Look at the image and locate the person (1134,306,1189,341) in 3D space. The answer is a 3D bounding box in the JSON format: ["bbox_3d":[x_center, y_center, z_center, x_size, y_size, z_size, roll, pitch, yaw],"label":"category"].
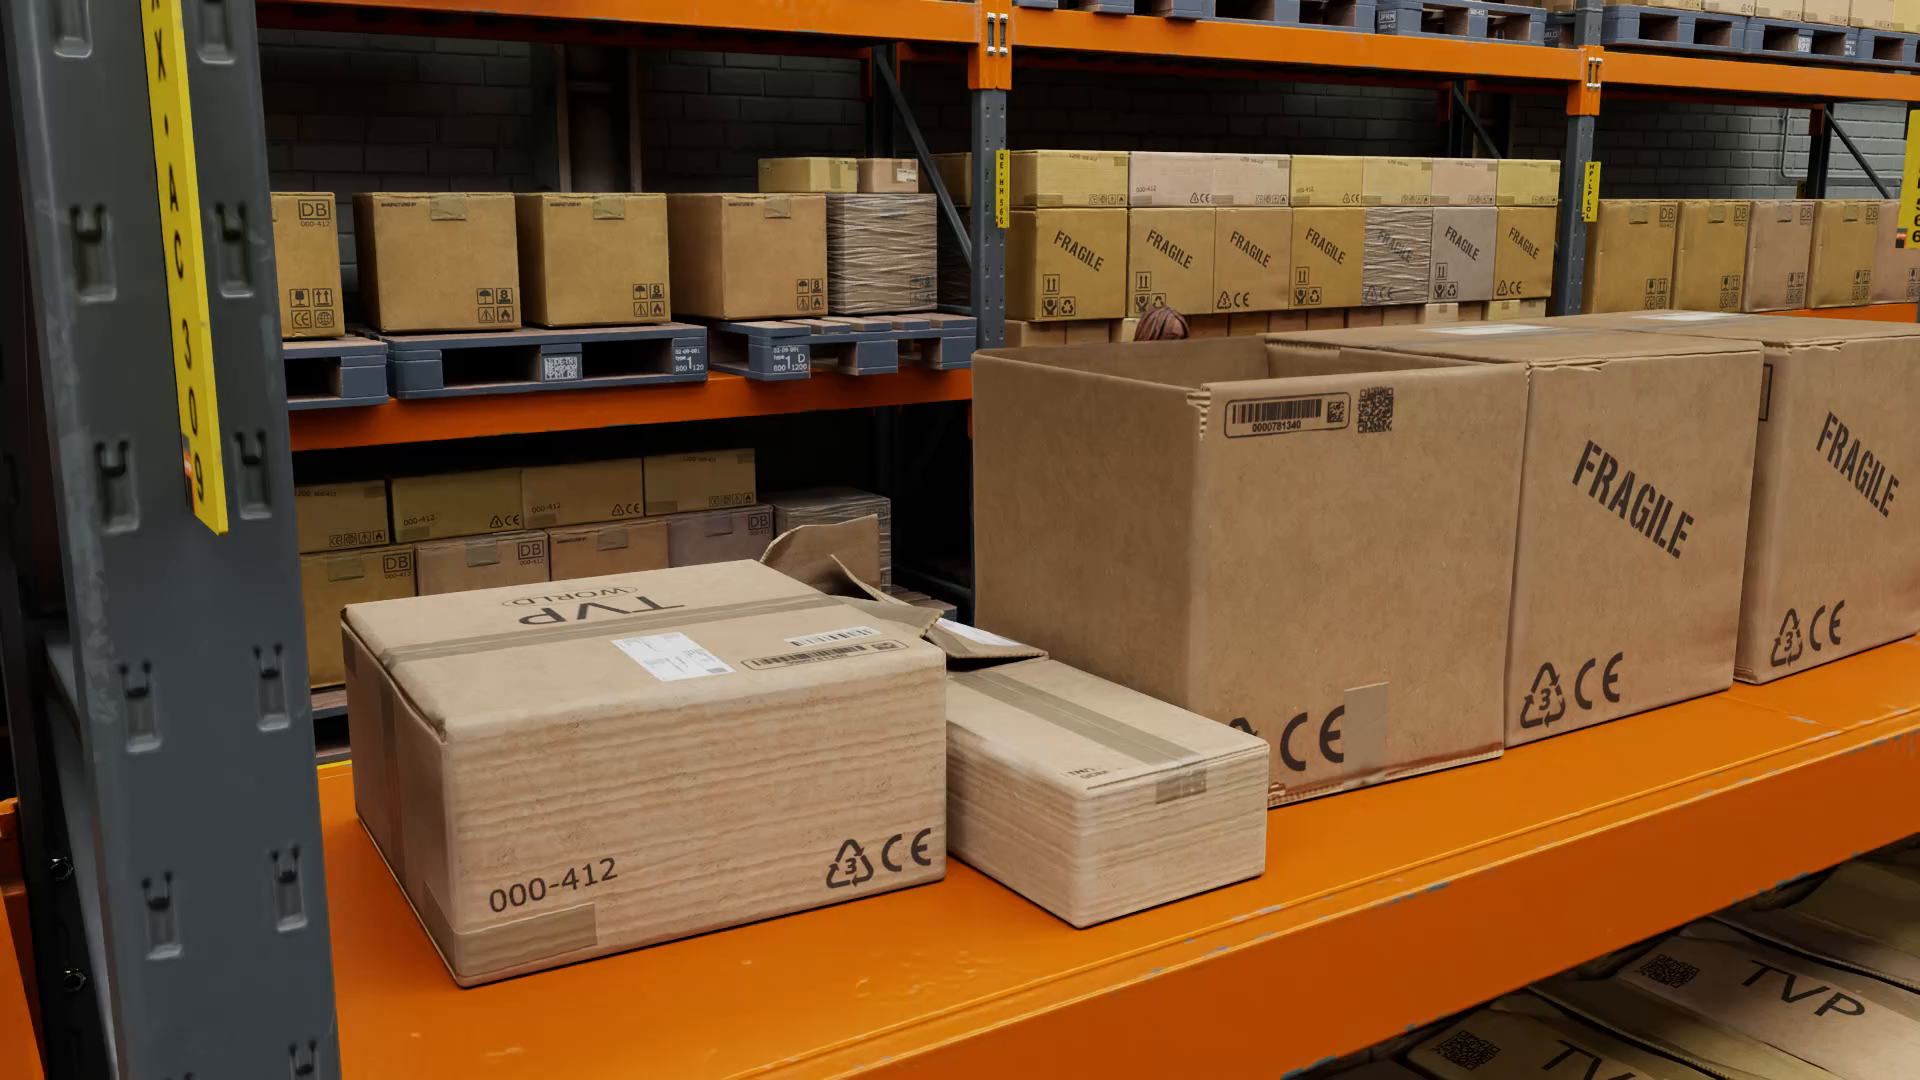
[{"bbox_3d":[0.793,-0.099,6.461,0.568,1.610,0.500,5,13,23],"label":"person"}]
